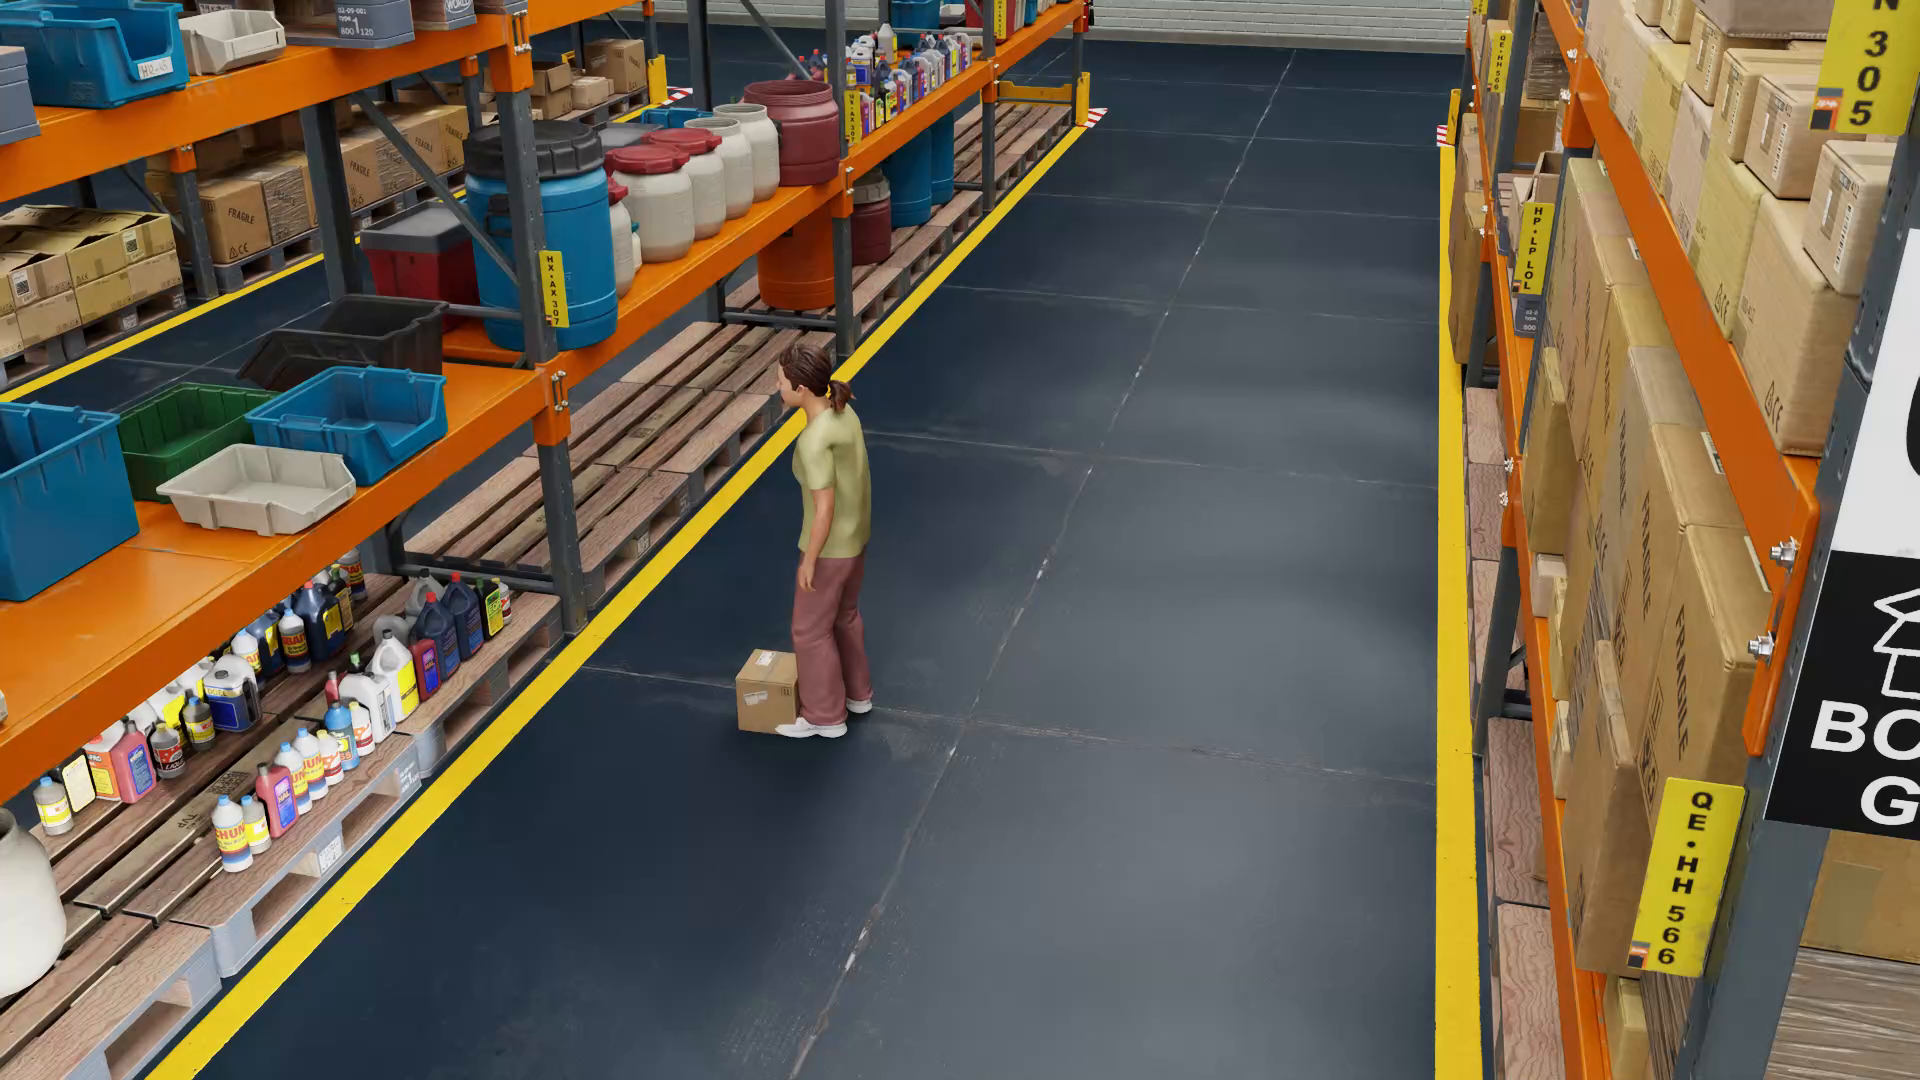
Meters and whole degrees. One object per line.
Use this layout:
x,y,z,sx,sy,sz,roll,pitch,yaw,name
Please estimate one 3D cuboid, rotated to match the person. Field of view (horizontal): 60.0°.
-0.557,0.015,6.580,0.408,1.673,0.519,5,26,11,person
